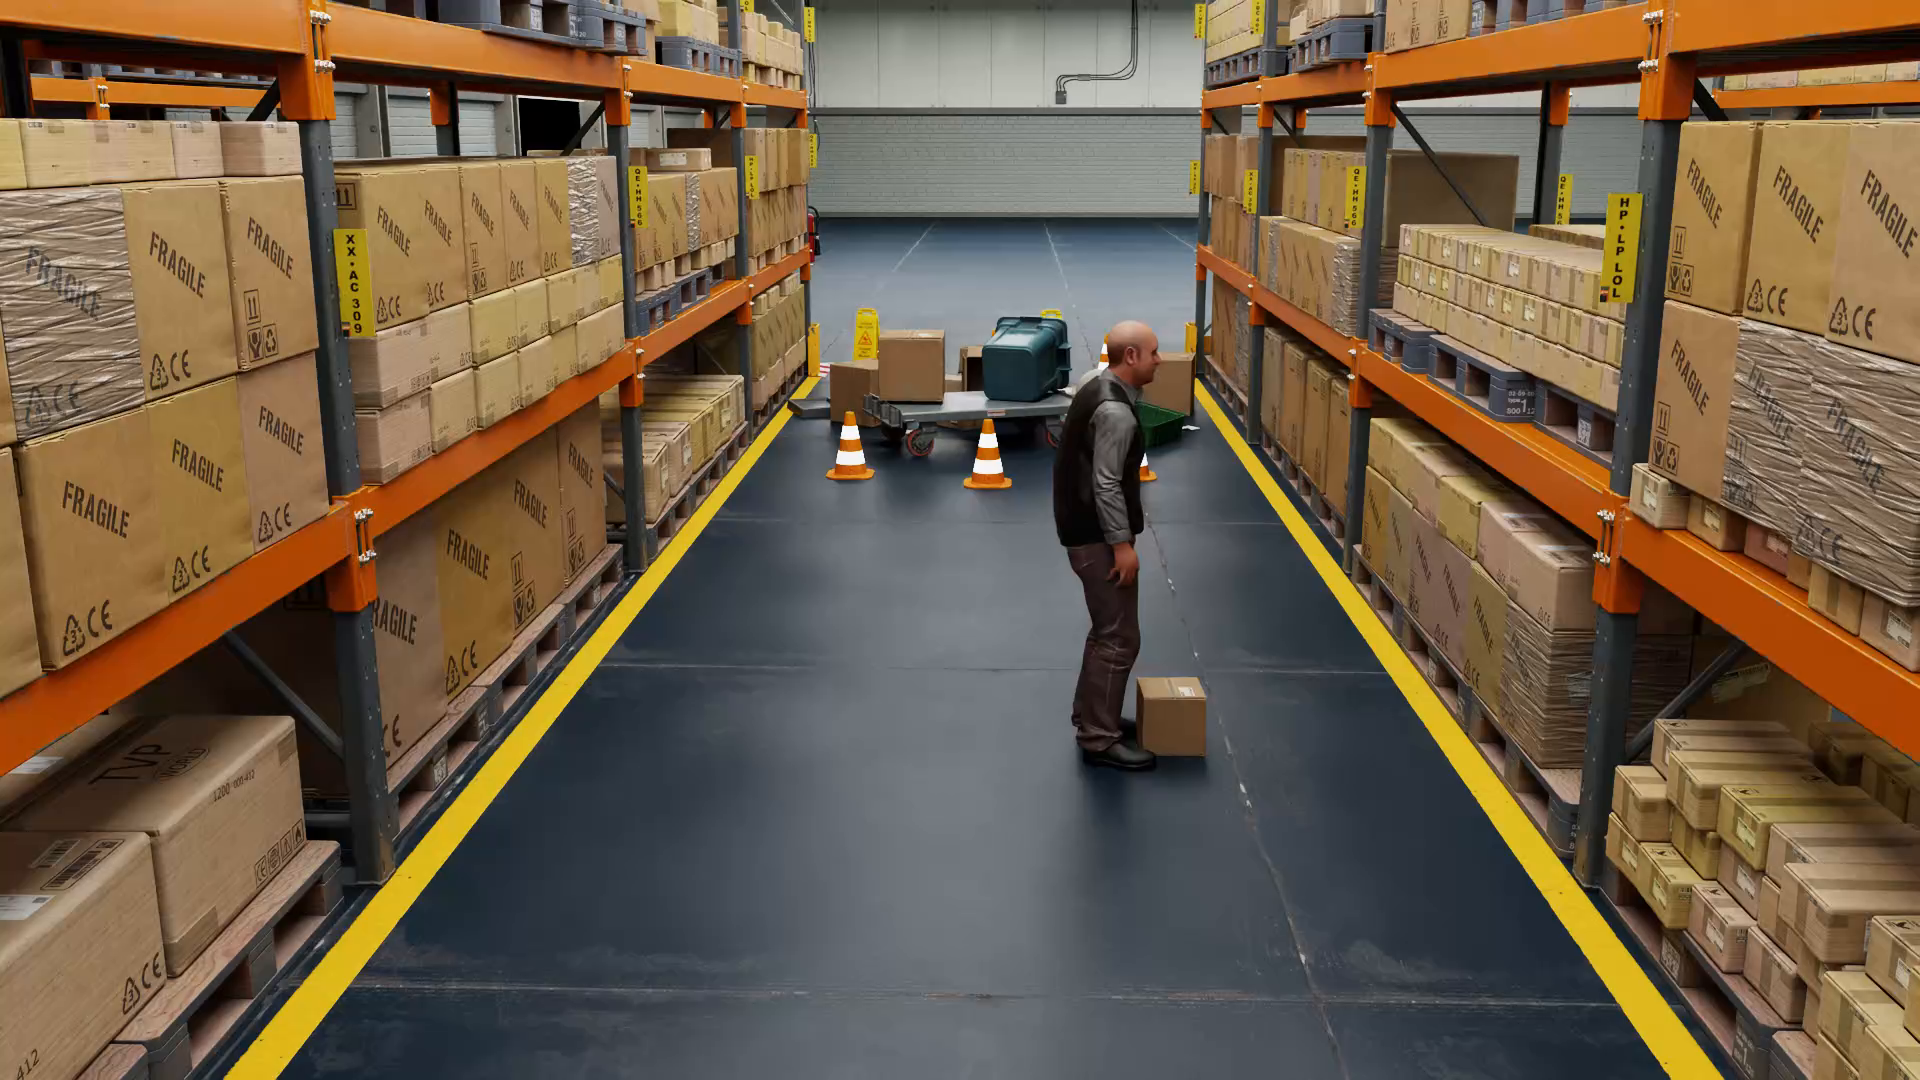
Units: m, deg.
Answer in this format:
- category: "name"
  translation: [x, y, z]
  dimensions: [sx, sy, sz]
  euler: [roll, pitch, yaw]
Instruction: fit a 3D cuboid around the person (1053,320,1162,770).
- category: "person"
  translation: [0.571, 0.000, 6.547]
  dimensions: [0.412, 1.721, 0.582]
  euler: [0, 14, 1]
